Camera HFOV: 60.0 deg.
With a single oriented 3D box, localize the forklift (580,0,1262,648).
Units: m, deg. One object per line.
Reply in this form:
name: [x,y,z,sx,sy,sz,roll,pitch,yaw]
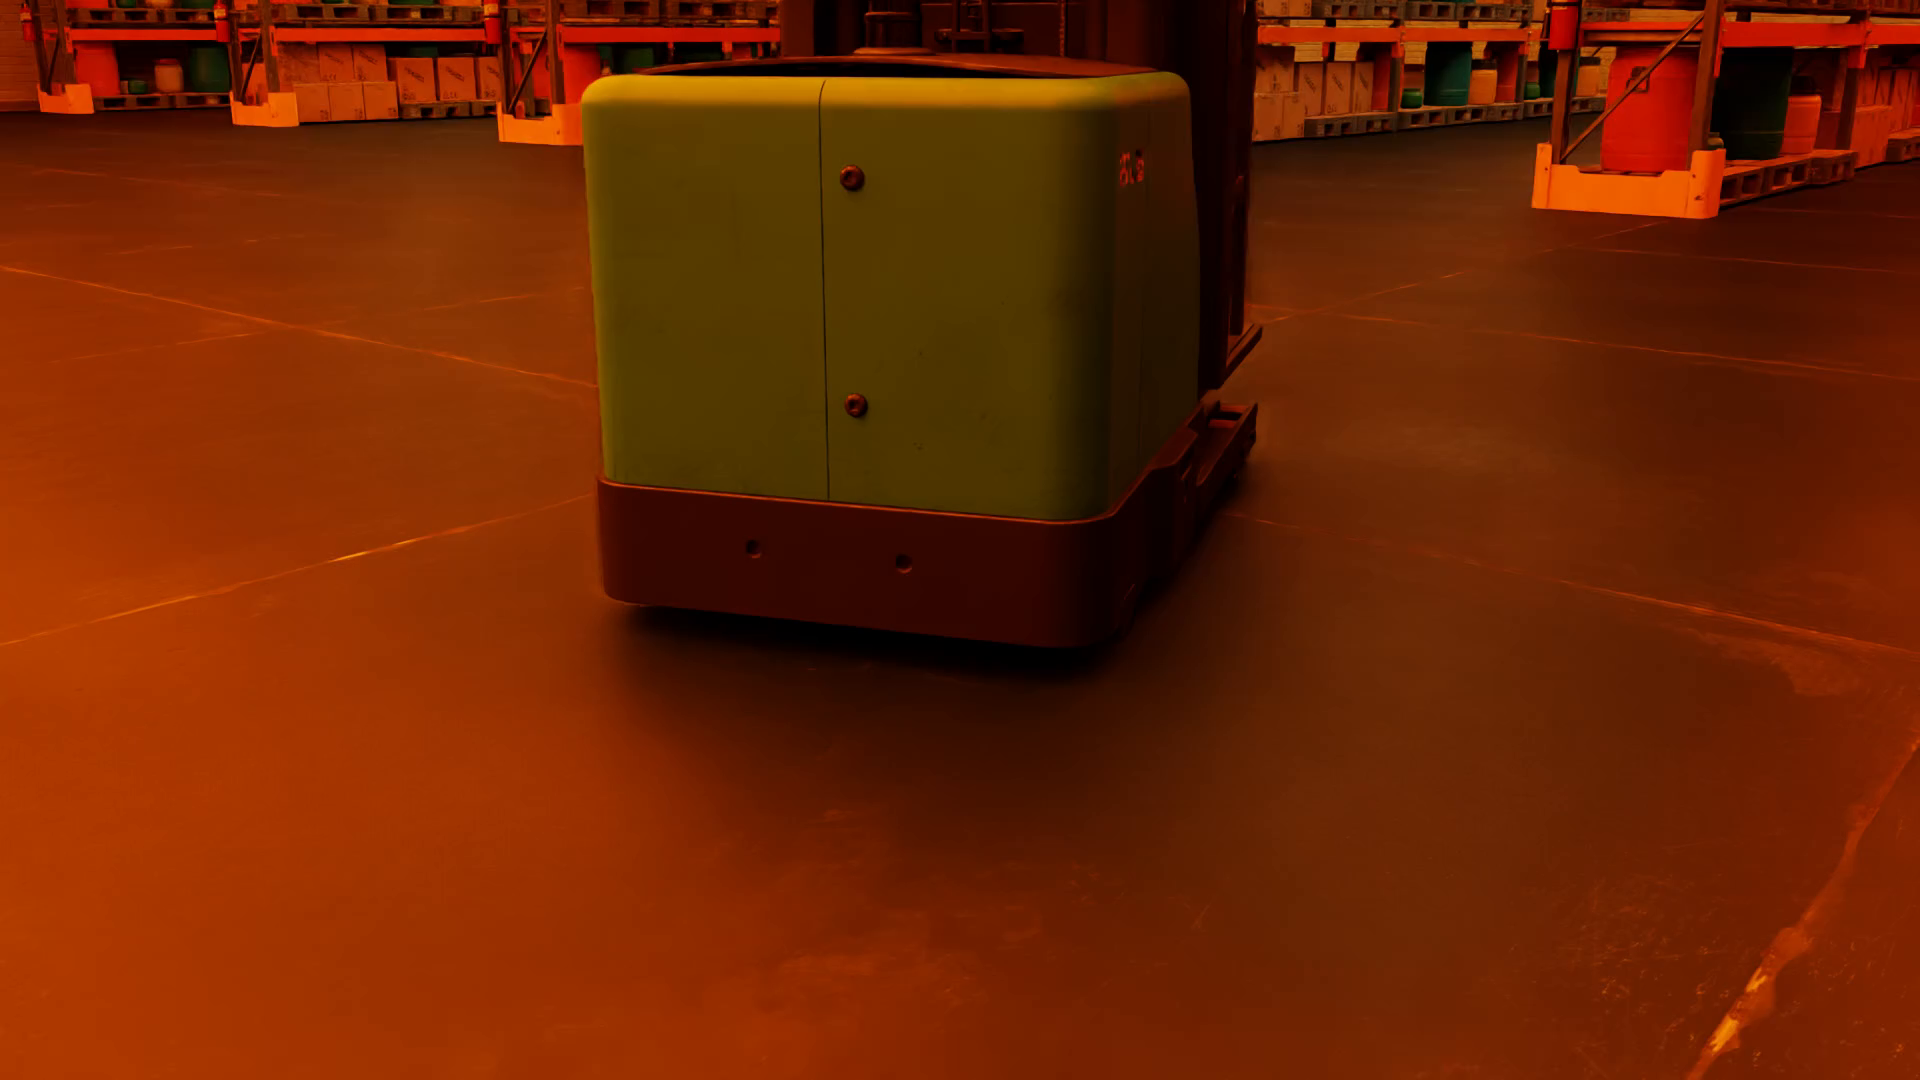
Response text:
forklift: [0.204,-1.592,4.140,1.130,2.935,3.031,5,18,17]
